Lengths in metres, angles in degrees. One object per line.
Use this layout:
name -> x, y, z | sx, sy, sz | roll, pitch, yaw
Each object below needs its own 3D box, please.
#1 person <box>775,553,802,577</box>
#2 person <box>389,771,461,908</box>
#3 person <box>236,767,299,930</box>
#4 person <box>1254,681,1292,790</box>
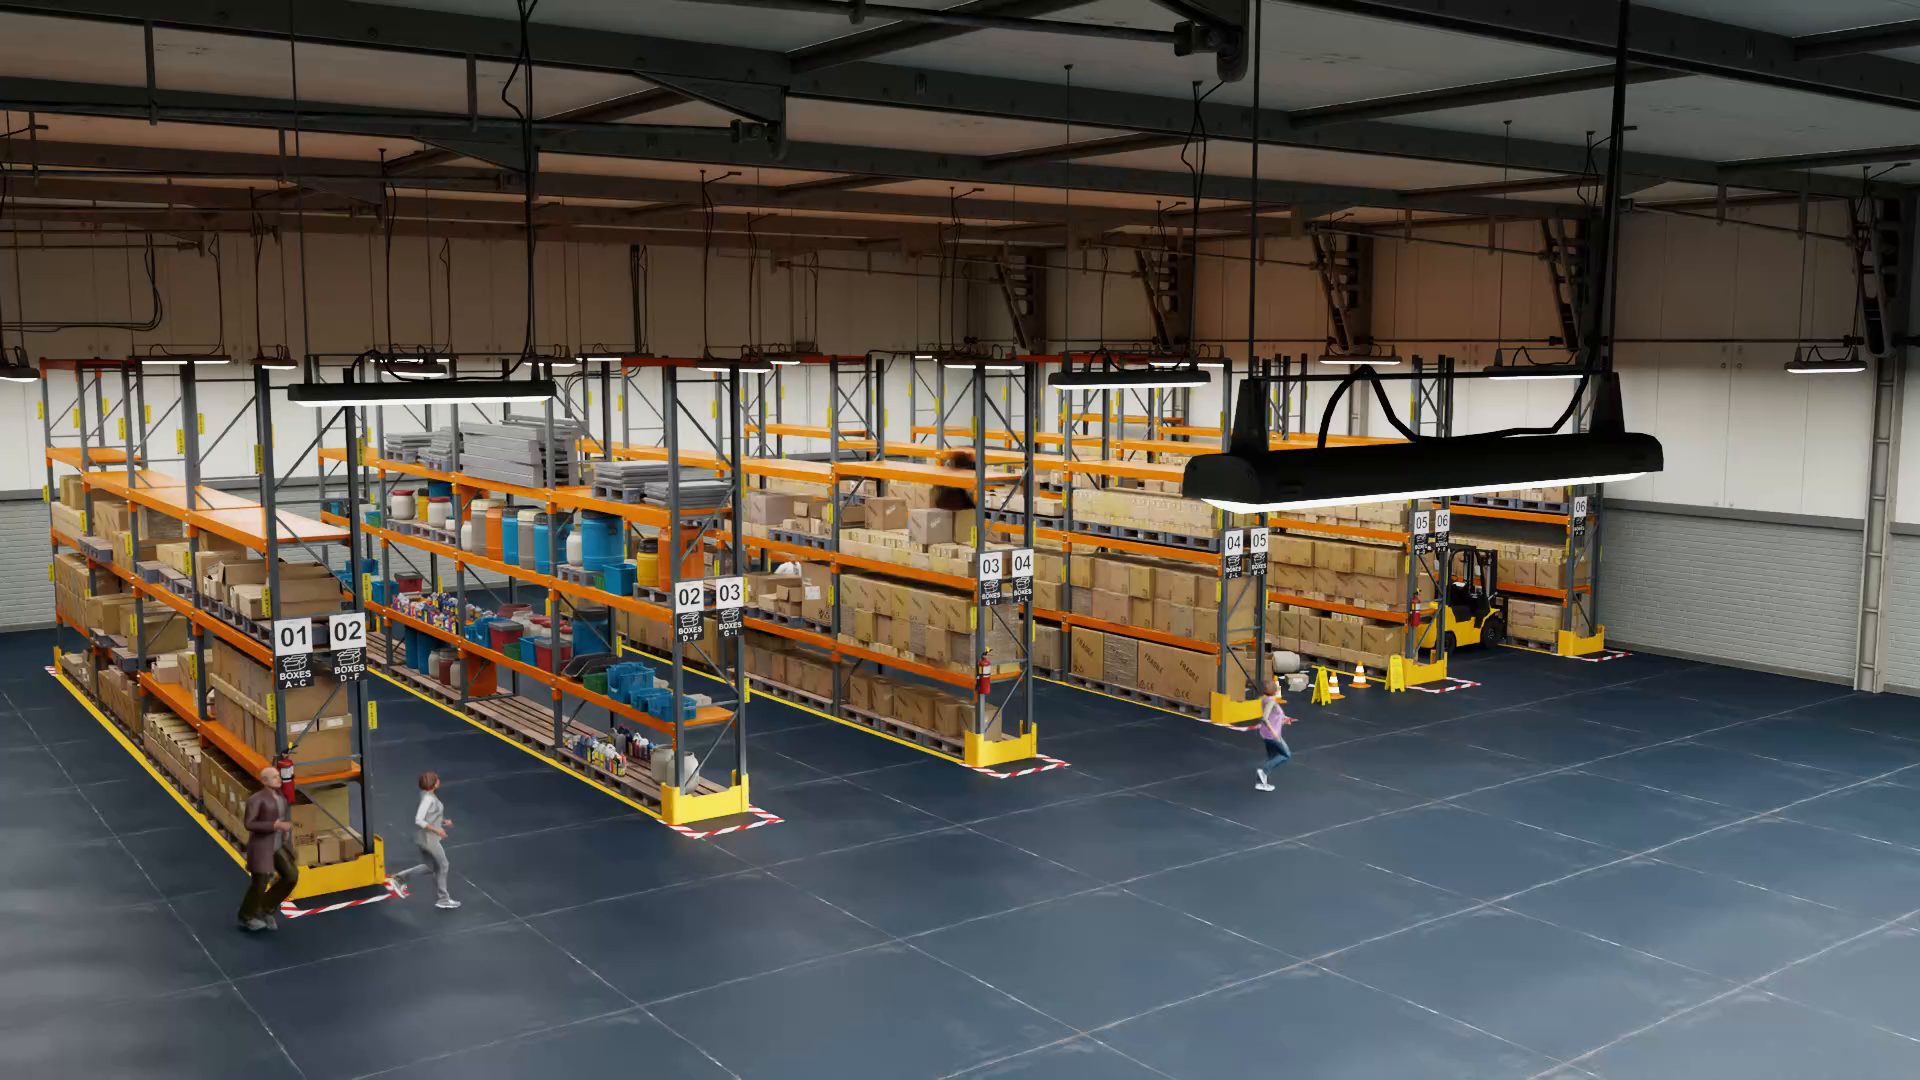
person -> -3.599, 1.115, 36.204 | 0.704, 1.734, 0.653 | -5, 9, -38
person -> -5.956, 3.362, 18.460 | 0.754, 1.574, 0.542 | -3, 7, -21
person -> -7.403, 3.329, 17.925 | 0.745, 1.785, 0.712 | 2, 7, 19
person -> 4.423, 2.754, 23.384 | 0.541, 1.560, 0.532 | -1, 7, -6
